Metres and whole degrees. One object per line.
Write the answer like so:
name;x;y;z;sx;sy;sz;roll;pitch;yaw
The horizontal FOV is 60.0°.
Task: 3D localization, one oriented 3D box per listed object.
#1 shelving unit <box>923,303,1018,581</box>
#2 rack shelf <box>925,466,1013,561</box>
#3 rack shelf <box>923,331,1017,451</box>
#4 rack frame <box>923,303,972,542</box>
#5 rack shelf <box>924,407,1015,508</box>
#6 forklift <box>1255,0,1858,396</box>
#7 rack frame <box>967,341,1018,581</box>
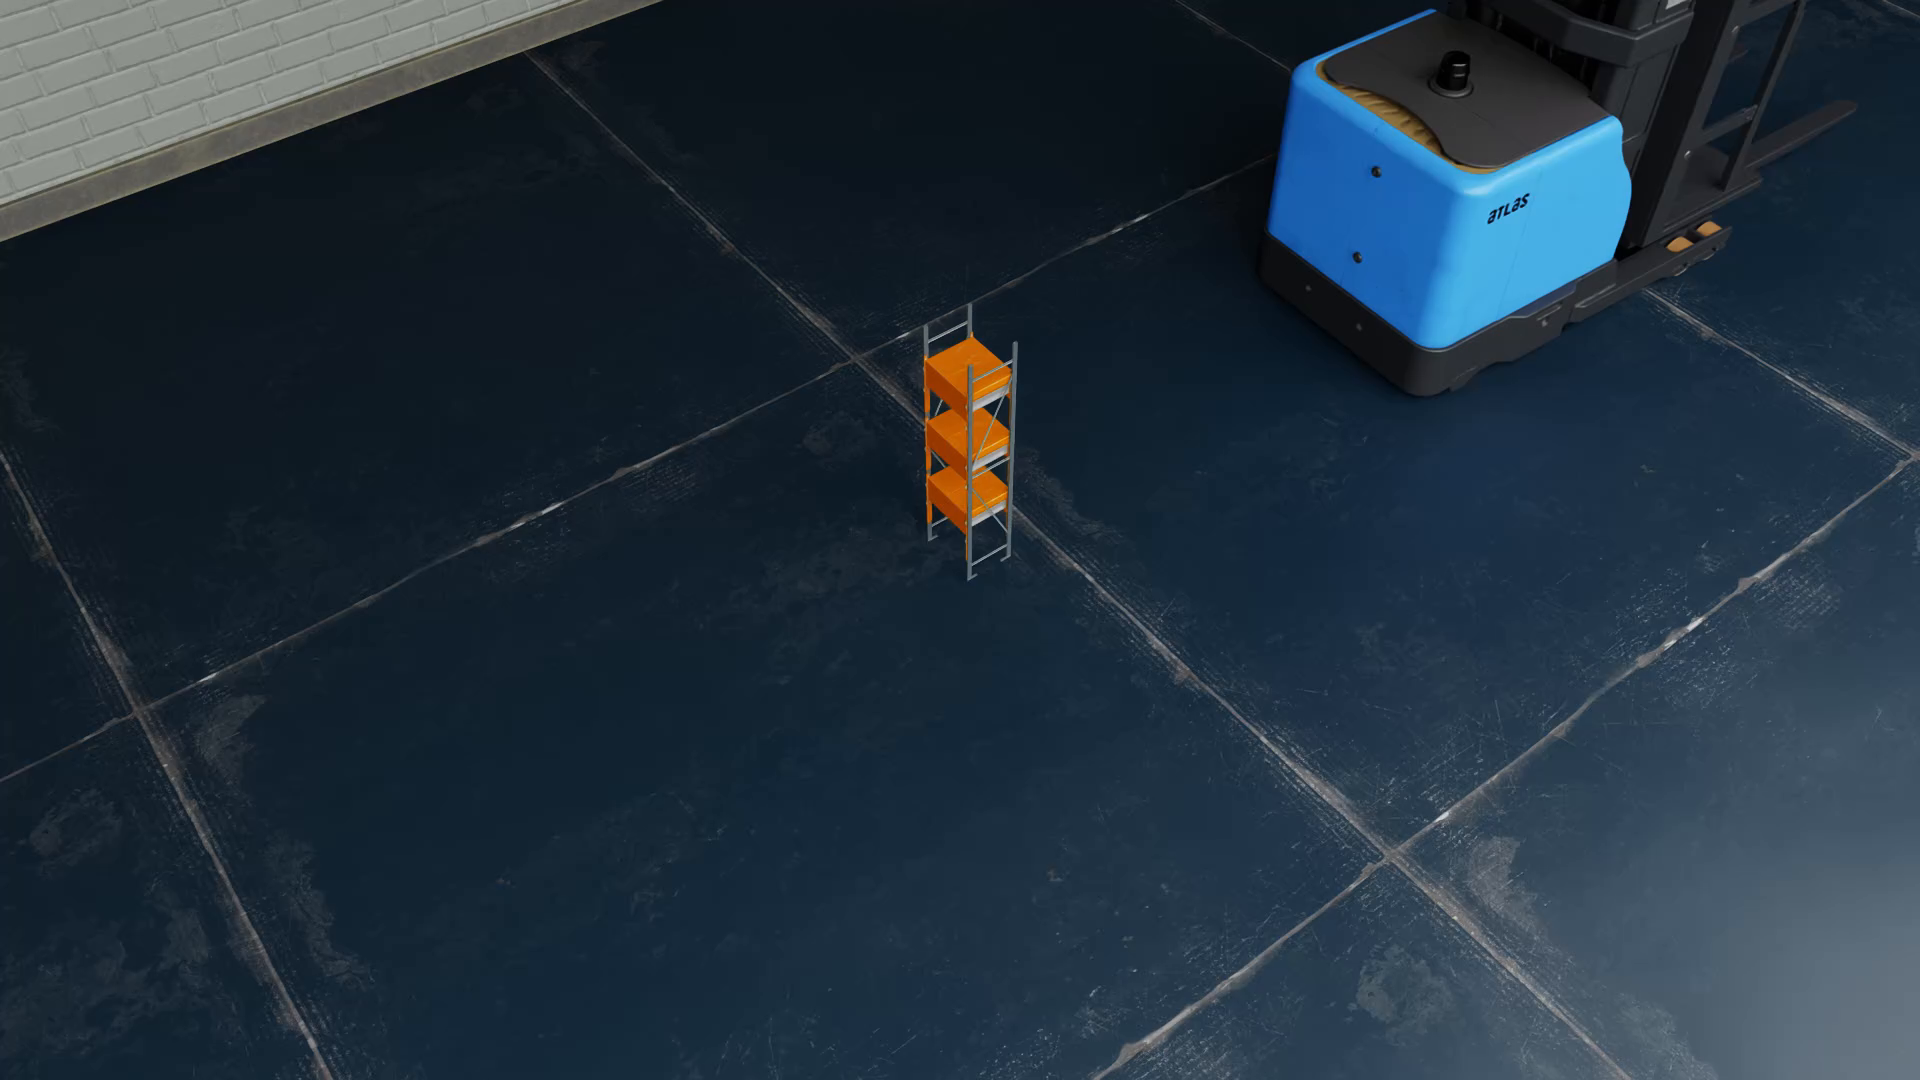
shelving unit;0.032;-0.321;5.832;0.215;1.050;0.252;-29;54;-24
rack shelf;0.032;-0.127;6.046;0.215;0.259;0.240;-29;54;-24
rack shelf;0.032;-0.505;5.630;0.215;0.259;0.240;-29;54;-24
rack frame;-0.041;-0.393;5.898;0.200;1.050;0.008;-29;54;-24
rack shelf;0.032;-0.314;5.840;0.215;0.259;0.240;-29;54;-24
forklift;2.781;-2.440;6.484;3.031;2.935;1.130;-27;53;-23
rack frame;0.106;-0.249;5.767;0.200;1.050;0.008;-29;54;-24
